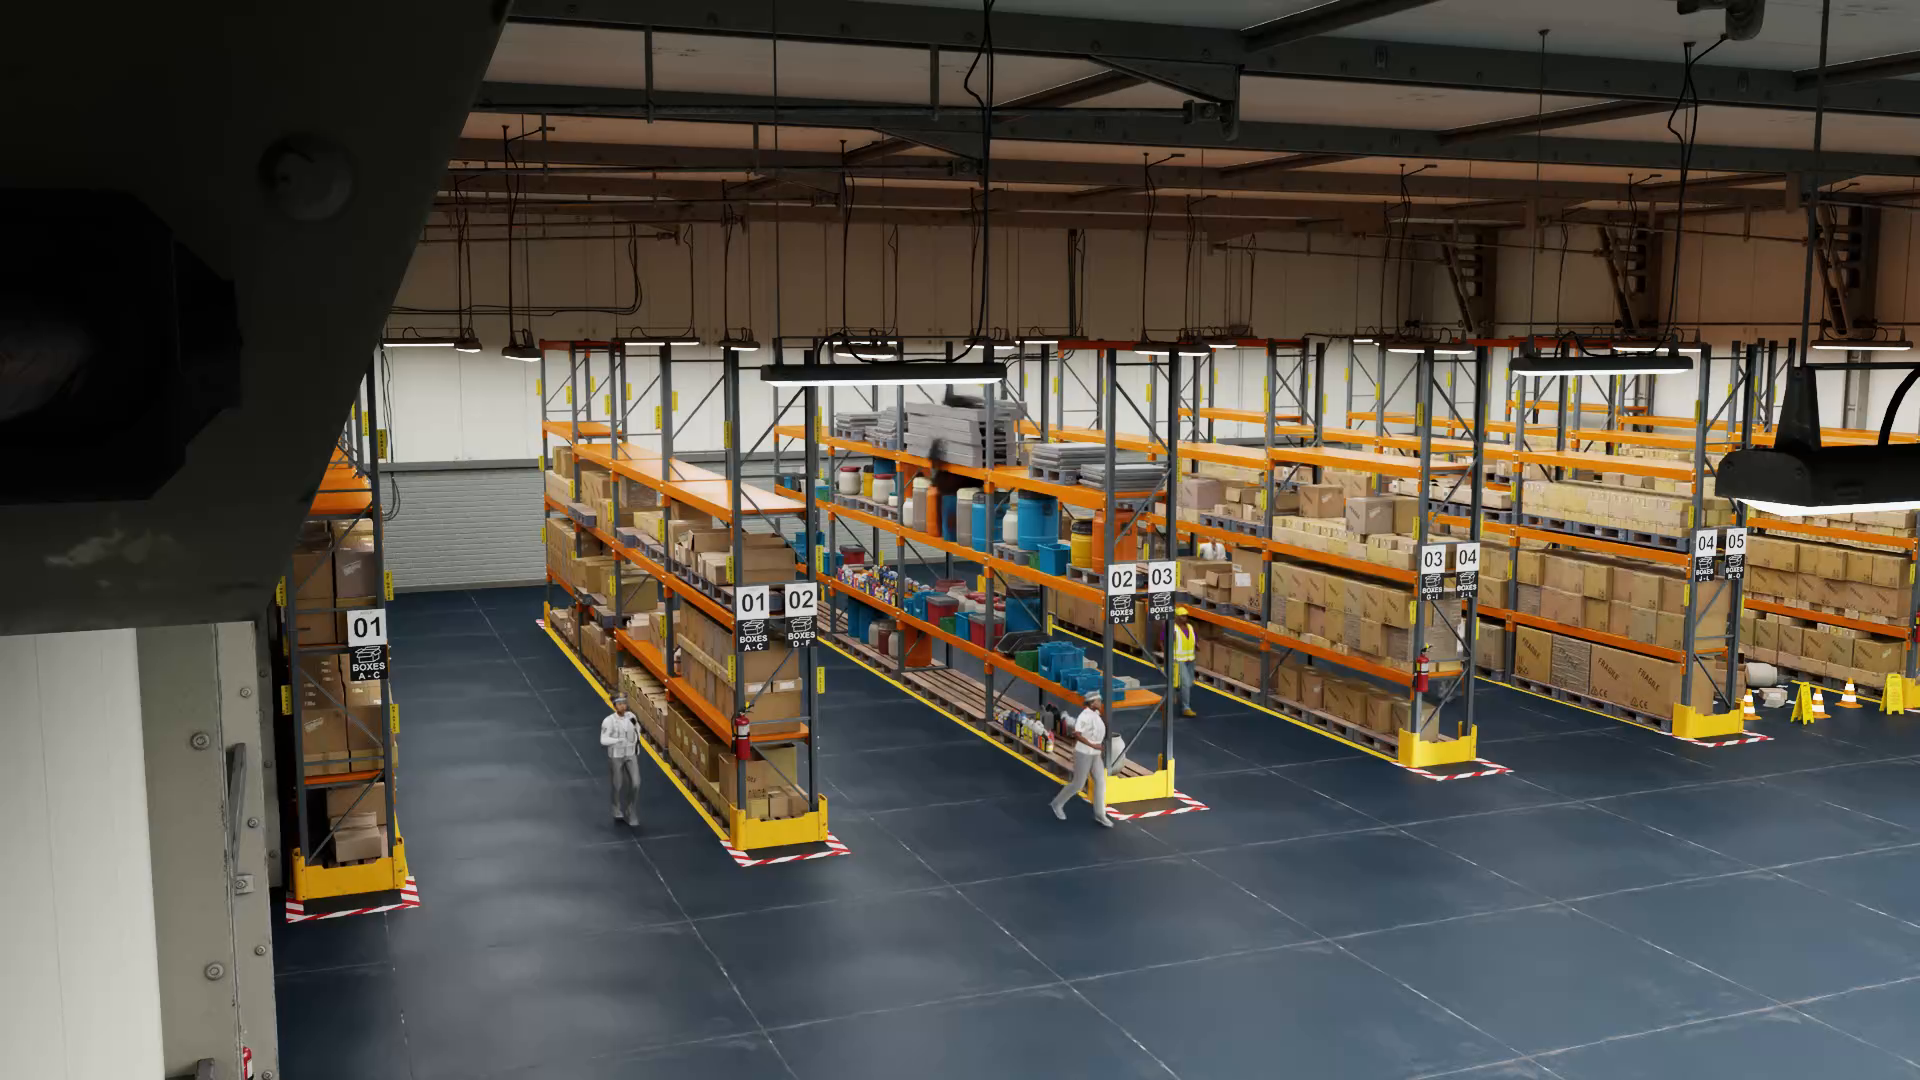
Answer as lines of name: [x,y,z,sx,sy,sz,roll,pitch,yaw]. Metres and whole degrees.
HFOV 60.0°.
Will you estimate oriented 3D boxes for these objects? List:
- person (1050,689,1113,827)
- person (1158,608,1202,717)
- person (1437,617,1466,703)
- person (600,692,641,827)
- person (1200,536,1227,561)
person: [1.666,2.743,21.218,0.819,1.684,0.658,5,9,32]
person: [3.608,1.962,27.040,0.714,1.739,0.808,-5,9,-32]
person: [8.246,1.853,27.756,0.686,1.739,0.667,-5,9,-34]
person: [-4.254,2.770,21.033,0.592,1.734,0.684,-4,8,-28]
person: [5.547,0.731,36.470,0.670,1.818,0.783,-3,8,-22]
